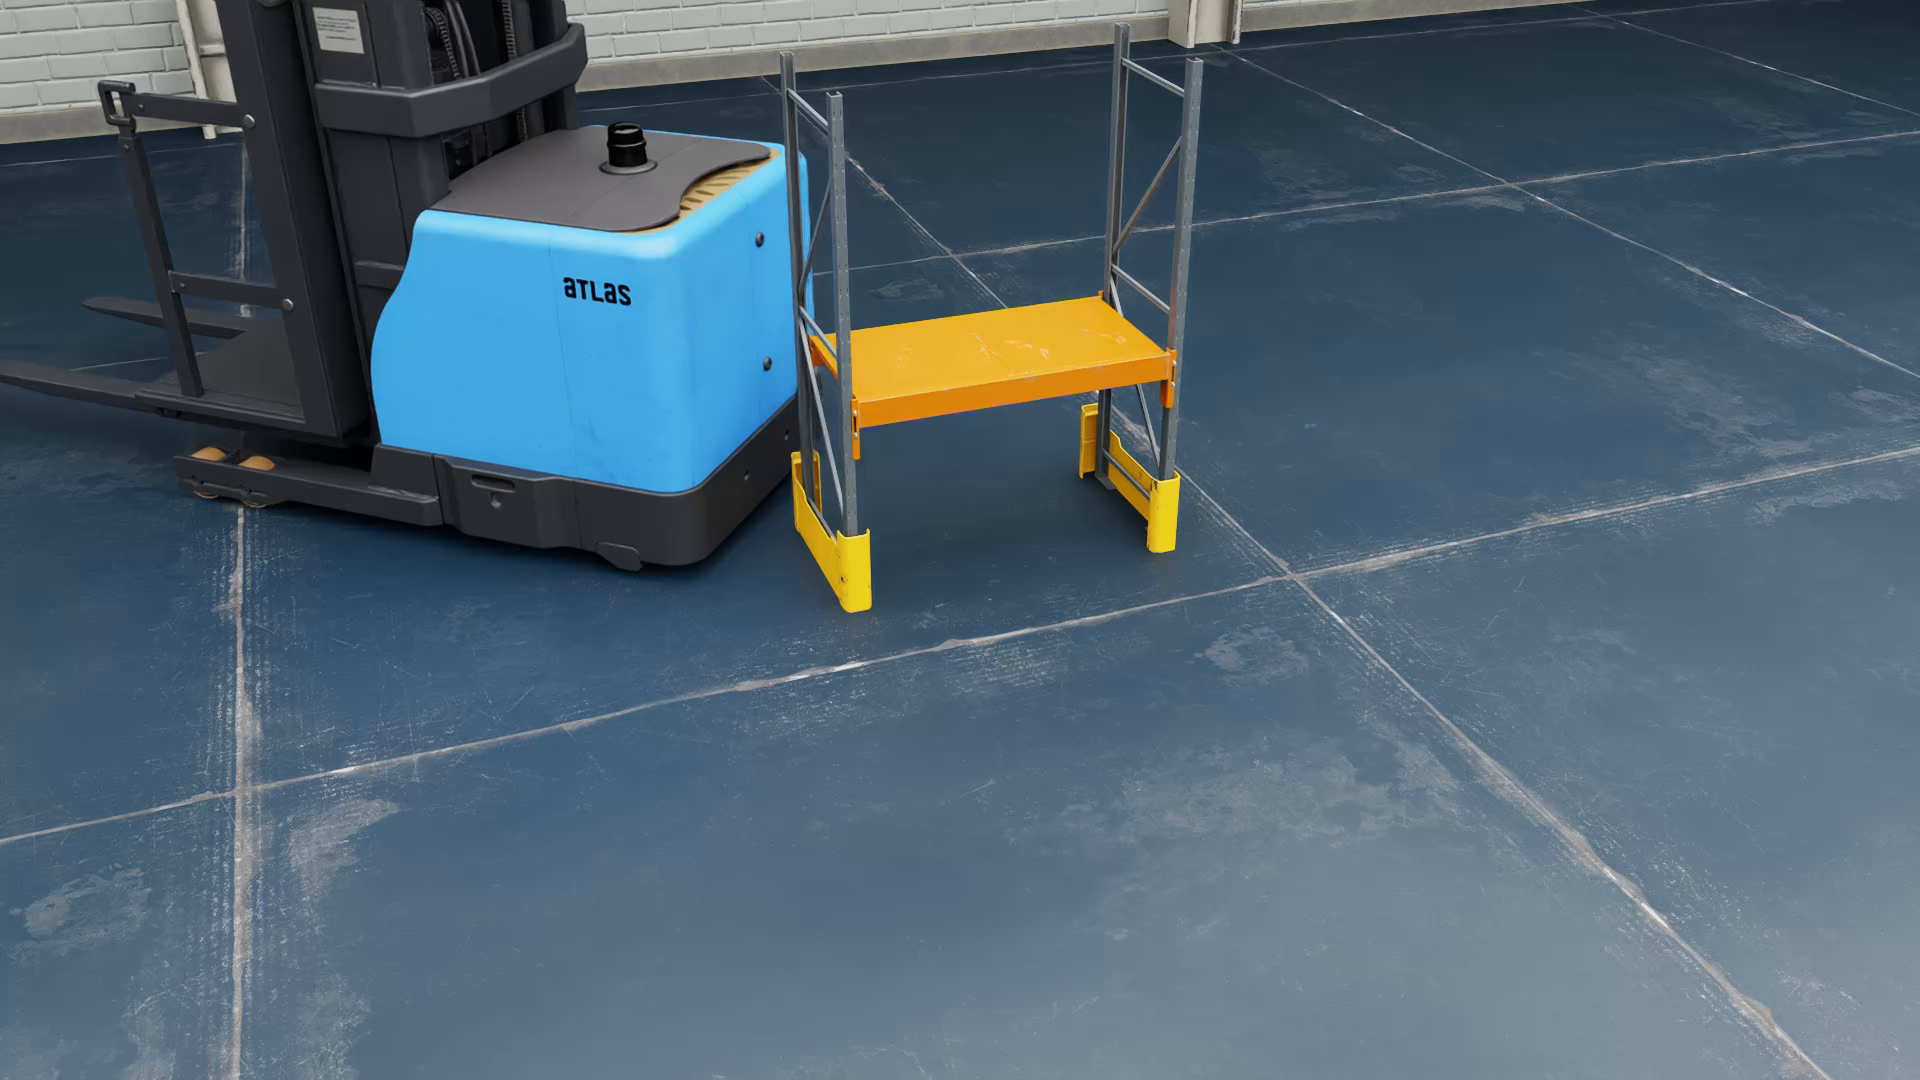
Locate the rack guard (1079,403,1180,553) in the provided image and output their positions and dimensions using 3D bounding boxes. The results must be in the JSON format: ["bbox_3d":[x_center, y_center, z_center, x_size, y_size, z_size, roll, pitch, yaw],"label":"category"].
[{"bbox_3d":[0.538,-0.208,5.362,0.087,0.250,0.587,-10,31,-18],"label":"rack guard"}]

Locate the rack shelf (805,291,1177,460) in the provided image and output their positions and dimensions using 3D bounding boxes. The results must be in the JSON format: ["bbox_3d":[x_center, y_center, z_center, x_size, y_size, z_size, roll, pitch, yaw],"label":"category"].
[{"bbox_3d":[0.080,-0.510,4.994,1.000,0.185,0.538,-10,31,-18],"label":"rack shelf"}]

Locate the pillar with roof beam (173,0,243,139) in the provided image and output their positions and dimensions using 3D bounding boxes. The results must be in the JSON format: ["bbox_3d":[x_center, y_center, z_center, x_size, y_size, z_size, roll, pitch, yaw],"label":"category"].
[{"bbox_3d":[-2.501,-4.214,3.557,0.400,9.000,9.100,-10,31,-18],"label":"pillar with roof beam"}]

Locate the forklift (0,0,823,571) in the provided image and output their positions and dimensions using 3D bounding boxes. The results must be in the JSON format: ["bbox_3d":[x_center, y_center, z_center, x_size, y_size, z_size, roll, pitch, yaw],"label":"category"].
[{"bbox_3d":[-2.044,-1.612,5.119,3.031,2.935,1.130,10,31,17],"label":"forklift"}]

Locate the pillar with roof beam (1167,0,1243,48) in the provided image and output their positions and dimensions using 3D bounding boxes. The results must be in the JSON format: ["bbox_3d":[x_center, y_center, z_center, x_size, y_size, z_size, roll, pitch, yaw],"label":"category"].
[{"bbox_3d":[3.123,-5.250,5.374,0.400,9.000,9.100,-10,31,-18],"label":"pillar with roof beam"}]

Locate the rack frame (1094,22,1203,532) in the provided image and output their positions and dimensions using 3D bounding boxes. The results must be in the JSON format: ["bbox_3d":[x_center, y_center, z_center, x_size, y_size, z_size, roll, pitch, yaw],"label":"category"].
[{"bbox_3d":[0.556,-0.754,5.059,0.032,1.500,0.500,-10,31,-18],"label":"rack frame"}]

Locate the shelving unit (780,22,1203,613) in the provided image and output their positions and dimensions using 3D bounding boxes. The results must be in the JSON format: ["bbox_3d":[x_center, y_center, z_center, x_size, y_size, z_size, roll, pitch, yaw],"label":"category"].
[{"bbox_3d":[0.071,-0.665,4.902,1.083,1.500,0.587,-10,31,-18],"label":"shelving unit"}]

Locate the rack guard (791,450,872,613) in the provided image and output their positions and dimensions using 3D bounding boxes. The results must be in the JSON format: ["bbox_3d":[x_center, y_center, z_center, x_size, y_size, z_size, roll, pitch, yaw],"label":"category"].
[{"bbox_3d":[-0.395,-0.036,5.060,0.087,0.250,0.587,-10,31,-18],"label":"rack guard"}]

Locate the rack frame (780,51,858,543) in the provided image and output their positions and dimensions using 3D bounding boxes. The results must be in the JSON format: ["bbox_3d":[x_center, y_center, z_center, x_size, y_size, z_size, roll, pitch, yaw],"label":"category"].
[{"bbox_3d":[-0.396,-0.579,4.751,0.032,1.500,0.500,-10,31,-18],"label":"rack frame"}]
